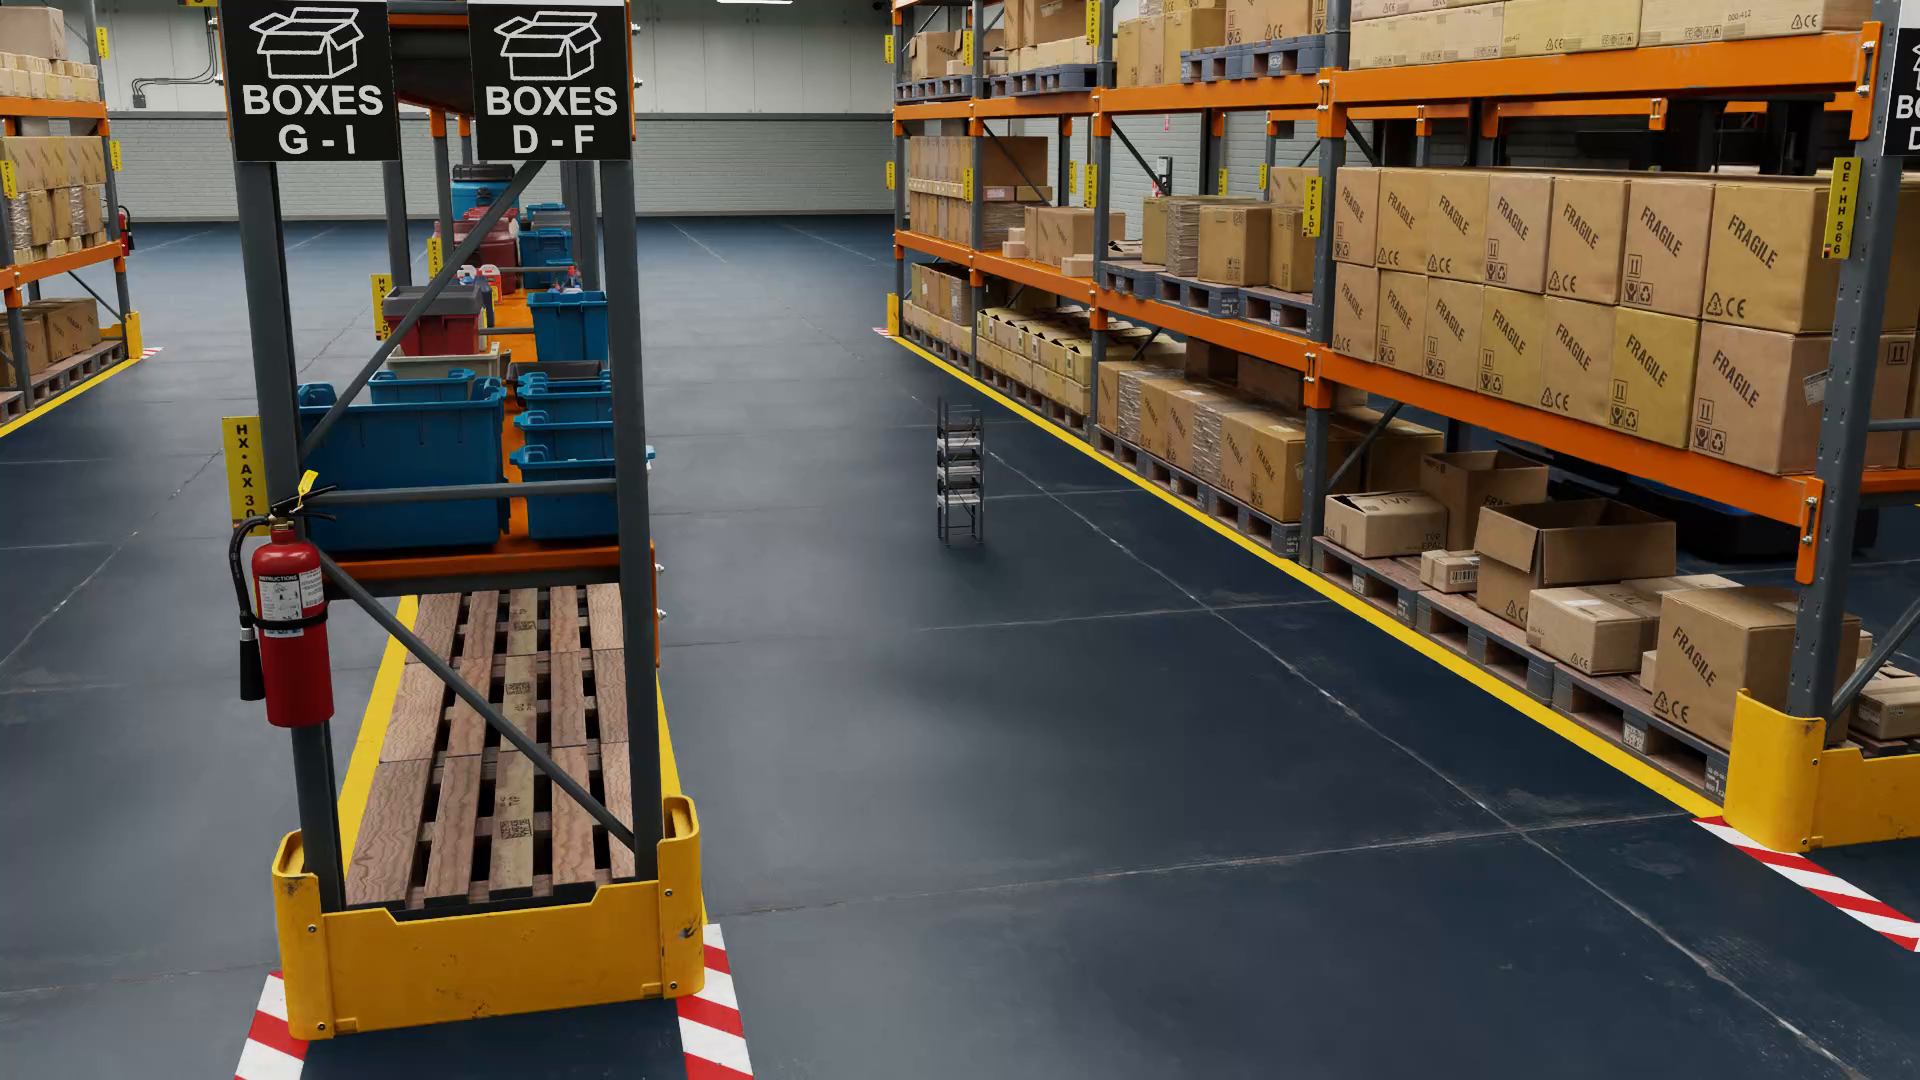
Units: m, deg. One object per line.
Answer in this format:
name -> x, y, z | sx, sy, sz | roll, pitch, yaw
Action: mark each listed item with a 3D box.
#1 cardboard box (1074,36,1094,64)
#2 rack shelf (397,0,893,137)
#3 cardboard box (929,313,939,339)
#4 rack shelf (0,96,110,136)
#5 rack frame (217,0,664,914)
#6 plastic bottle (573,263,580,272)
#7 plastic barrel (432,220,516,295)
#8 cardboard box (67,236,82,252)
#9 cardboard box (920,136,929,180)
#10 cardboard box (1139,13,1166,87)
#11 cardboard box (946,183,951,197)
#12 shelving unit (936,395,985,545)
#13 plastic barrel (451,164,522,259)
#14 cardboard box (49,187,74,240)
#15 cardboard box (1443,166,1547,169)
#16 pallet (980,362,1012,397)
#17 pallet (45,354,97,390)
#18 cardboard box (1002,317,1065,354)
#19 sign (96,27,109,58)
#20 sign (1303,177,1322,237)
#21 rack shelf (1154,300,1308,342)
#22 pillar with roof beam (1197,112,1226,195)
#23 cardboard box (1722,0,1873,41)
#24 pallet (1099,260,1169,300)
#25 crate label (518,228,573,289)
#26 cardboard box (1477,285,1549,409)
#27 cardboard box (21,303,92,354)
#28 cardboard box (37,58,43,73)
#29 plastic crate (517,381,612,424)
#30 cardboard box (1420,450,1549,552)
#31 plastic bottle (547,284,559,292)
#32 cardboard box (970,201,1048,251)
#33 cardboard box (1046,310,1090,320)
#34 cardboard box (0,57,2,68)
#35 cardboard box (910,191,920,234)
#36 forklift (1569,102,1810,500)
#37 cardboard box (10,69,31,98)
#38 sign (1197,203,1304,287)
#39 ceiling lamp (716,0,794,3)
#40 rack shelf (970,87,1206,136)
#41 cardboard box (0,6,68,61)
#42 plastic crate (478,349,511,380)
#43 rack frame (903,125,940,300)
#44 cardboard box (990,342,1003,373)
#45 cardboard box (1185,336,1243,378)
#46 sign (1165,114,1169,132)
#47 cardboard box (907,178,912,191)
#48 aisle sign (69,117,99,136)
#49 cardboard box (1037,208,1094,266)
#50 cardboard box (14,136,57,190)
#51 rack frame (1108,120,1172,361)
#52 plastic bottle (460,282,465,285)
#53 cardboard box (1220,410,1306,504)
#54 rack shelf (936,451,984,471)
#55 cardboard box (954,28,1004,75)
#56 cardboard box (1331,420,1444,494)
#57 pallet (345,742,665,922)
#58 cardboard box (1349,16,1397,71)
cardboard box -> 1.258, -4.055, 13.814 | 0.500, 0.250, 0.500 | -3, 14, -12
rack shelf -> -2.291, -10.231, 28.169 | 11.173, 6.545, 41.574 | -3, 14, -13
cardboard box -> -0.059, -2.477, 19.152 | 0.500, 0.250, 0.500 | -3, 14, -13
rack shelf -> -9.479, -4.185, 16.434 | 1.077, 0.370, 4.000 | -3, 14, -13
rack frame -> -1.377, -0.124, 4.615 | 1.000, 3.000, 0.127 | -3, 14, -13
plastic bottle -> -2.746, -1.844, 11.898 | 0.061, 0.283, 0.133 | -3, 14, -13
plastic barrel -> -3.659, -2.126, 12.522 | 0.600, 0.536, 0.708 | -3, 14, -13
cardboard box -> -9.227, -3.023, 17.009 | 0.380, 0.149, 0.250 | -3, 14, -13
cardboard box -> -0.080, -4.528, 19.695 | 0.700, 0.500, 0.500 | -4, 14, -15
cardboard box -> 1.815, -3.534, 12.042 | 0.910, 0.500, 0.500 | -3, 14, -13
cardboard box -> 0.052, -3.875, 18.391 | 0.380, 0.149, 0.250 | -3, 14, -12
shelving unit -> 0.002, -0.435, 10.313 | 0.258, 0.900, 0.210 | -3, 14, -13
plastic barrel -> -4.399, -3.030, 15.453 | 0.600, 0.901, 0.708 | -3, 14, -13
cardboard box -> -9.431, -3.261, 16.619 | 0.875, 0.500, 0.500 | -3, 14, -13
cardboard box -> 2.870, -1.754, 8.970 | 0.500, 0.500, 0.500 | -3, 14, -13
pallet -> 0.831, -1.645, 16.717 | 1.003, 0.211, 1.213 | -3, 14, -13
pallet -> -9.492, -1.697, 16.928 | 1.003, 0.211, 1.213 | -3, 14, -13
cardboard box -> 0.711, -1.964, 15.873 | 0.500, 0.311, 0.500 | -4, 14, -15
sign -> -9.405, -5.453, 18.240 | 0.100, 0.325, 0.005 | -3, 14, -13
sign -> 1.961, -1.853, 9.251 | 0.100, 0.325, 0.005 | -3, 14, -13
rack shelf -> 2.030, -1.529, 11.469 | 0.919, 0.124, 3.809 | -3, 14, -13
pillar with roof beam -> -0.093, -8.313, 25.491 | 9.100, 9.000, 0.400 | -3, 14, -13
cardboard box -> 3.062, -1.888, 5.828 | 0.500, 0.250, 0.500 | -3, 14, -13
pallet -> 1.787, -1.999, 12.694 | 1.213, 0.211, 1.003 | -3, 14, -13
crate label -> -3.226, -2.231, 13.165 | 0.502, 0.435, 0.616 | -3, 14, -13
cardboard box -> 2.714, -0.887, 7.528 | 0.500, 0.500, 0.500 | -3, 14, -14
cardboard box -> -9.645, -2.248, 17.690 | 0.500, 0.500, 0.500 | 0, 14, 2
cardboard box -> -9.223, -4.643, 16.266 | 0.380, 0.149, 0.250 | -3, 14, -12
plastic crate -> -1.424, -0.451, 6.179 | 0.416, 0.233, 0.300 | -3, 14, -13
cardboard box -> 2.909, -0.206, 9.290 | 0.500, 0.500, 0.500 | -3, 14, -13
plastic bottle -> -2.513, -1.445, 10.291 | 0.098, 0.271, 0.098 | 0, 14, 0
cardboard box -> 0.510, -3.318, 17.478 | 0.700, 0.500, 0.500 | -4, 14, -15
cardboard box -> 1.123, -2.111, 16.476 | 0.500, 0.311, 0.500 | -3, 14, -12
cardboard box -> -8.786, -4.287, 14.808 | 0.380, 0.149, 0.250 | -4, 14, -15
cardboard box -> -0.222, -4.031, 20.394 | 0.700, 0.500, 0.500 | -3, 14, -13
forklift -> 5.455, -2.009, 12.473 | 3.258, 2.935, 5.769 | -3, 14, -12
cardboard box -> -8.996, -4.241, 15.460 | 0.500, 0.250, 0.500 | -3, 14, -14
sign -> 2.024, -1.979, 11.111 | 0.804, 0.500, 0.661 | -3, 14, -13
ceiling lamp -> -5.459, -15.757, 43.662 | 2.000, 3.185, 0.800 | -3, 14, -13
rack shelf -> 1.090, -3.814, 14.914 | 1.077, 0.370, 4.000 | -3, 14, -13
cardboard box -> -9.339, -5.089, 16.725 | 0.500, 0.500, 0.500 | -3, 14, -13
plastic crate -> -2.346, -0.833, 7.944 | 0.396, 0.136, 0.243 | -3, 14, -13
rack frame -> -0.316, -4.091, 20.851 | 0.949, 2.616, 0.053 | -3, 14, -13
cardboard box -> 0.593, -1.811, 16.429 | 0.500, 0.250, 0.500 | -3, 14, -12
cardboard box -> 2.025, -1.393, 12.569 | 0.500, 0.250, 0.500 | -3, 14, -11
sign -> 3.643, -7.344, 29.283 | 0.001, 0.298, 0.199 | -3, 14, -13
cardboard box -> -0.436, -4.352, 20.341 | 0.380, 0.149, 0.250 | -3, 14, -14
aisle sign -> -9.672, -4.833, 18.412 | 0.394, 0.787, 0.004 | -3, 14, -13
cardboard box -> 1.026, -2.801, 15.362 | 0.500, 0.500, 0.500 | -3, 14, -13
cardboard box -> -9.104, -3.644, 16.077 | 0.500, 0.500, 0.500 | -3, 14, -13
rack frame -> 1.563, -2.245, 13.296 | 0.949, 2.616, 0.053 | -3, 14, -13
plastic bottle -> -3.143, -1.472, 10.392 | 0.152, 0.276, 0.135 | -3, 14, -13
cardboard box -> 1.997, -0.534, 10.632 | 0.500, 0.500, 0.500 | -3, 14, -13
rack shelf -> 0.002, -0.490, 10.299 | 0.258, 0.077, 0.200 | -3, 14, -13
cardboard box -> 0.356, -5.334, 18.222 | 0.797, 0.503, 0.637 | -2, 14, -7
cardboard box -> 2.623, -0.447, 10.276 | 0.500, 0.500, 0.500 | -4, 14, -16
pallet -> -1.533, 1.038, 5.734 | 1.003, 0.211, 1.213 | -3, 14, -13
cardboard box -> 2.373, -2.581, 8.665 | 0.500, 0.250, 0.500 | -3, 14, -13
